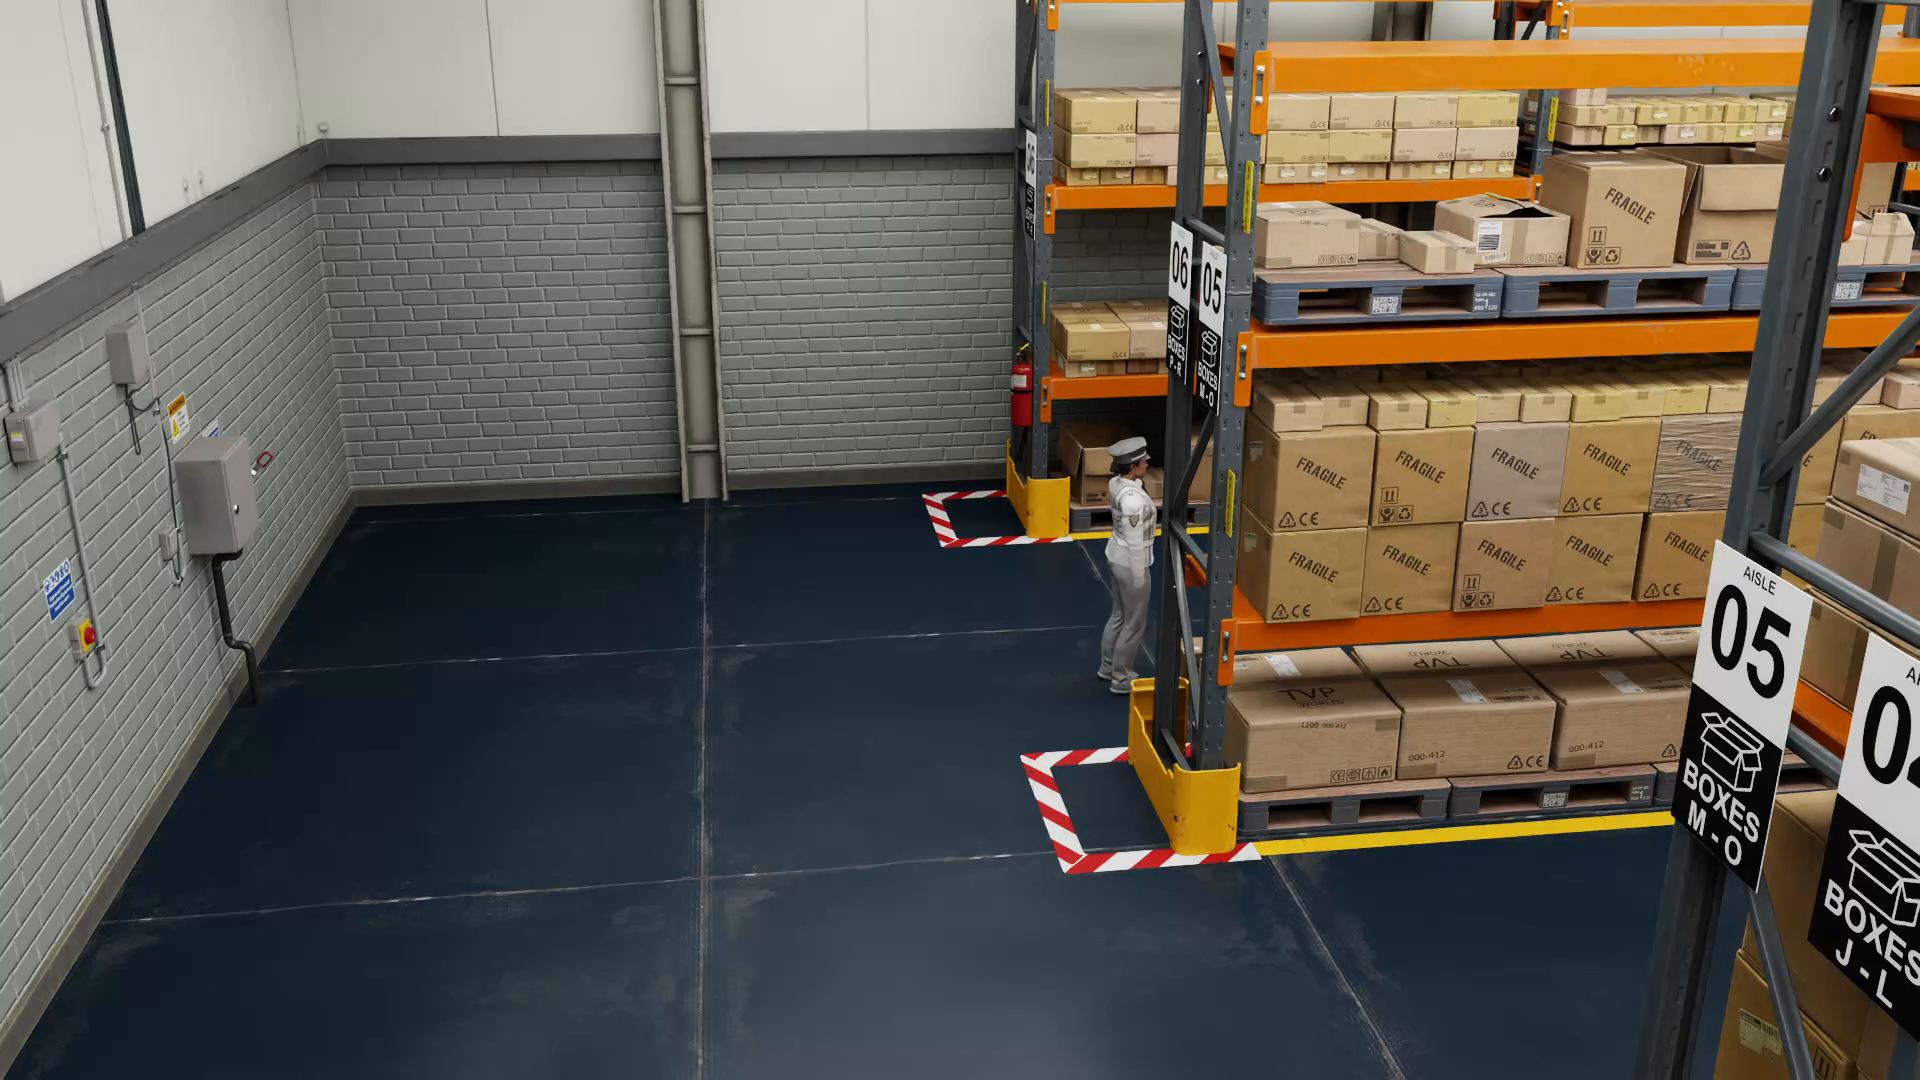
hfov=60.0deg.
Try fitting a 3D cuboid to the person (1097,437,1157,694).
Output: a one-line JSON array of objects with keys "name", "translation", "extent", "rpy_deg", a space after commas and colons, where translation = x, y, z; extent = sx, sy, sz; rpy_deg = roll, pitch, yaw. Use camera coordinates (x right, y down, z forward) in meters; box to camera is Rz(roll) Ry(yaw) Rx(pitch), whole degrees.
[{"name": "person", "translation": [1.087, 0.167, 10.630], "extent": [0.343, 1.703, 0.465], "rpy_deg": [-2, 20, -6]}]
